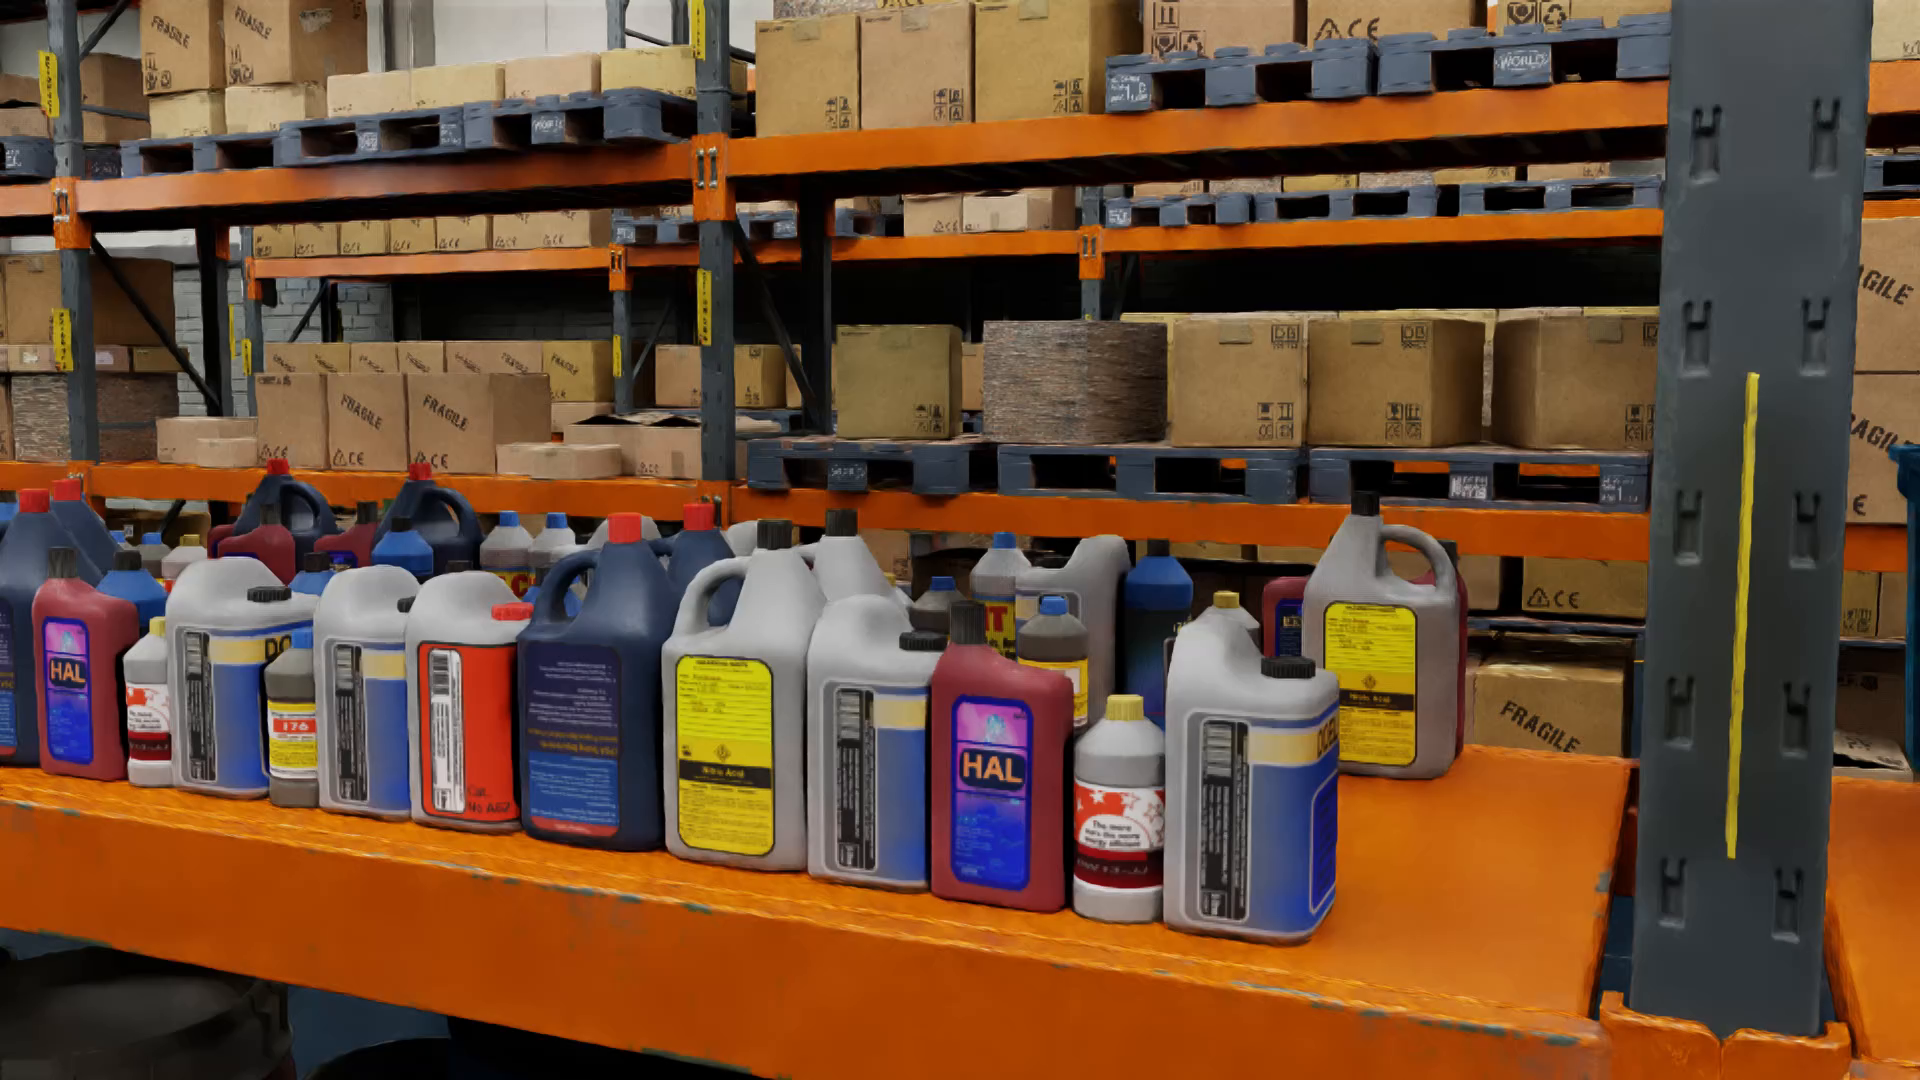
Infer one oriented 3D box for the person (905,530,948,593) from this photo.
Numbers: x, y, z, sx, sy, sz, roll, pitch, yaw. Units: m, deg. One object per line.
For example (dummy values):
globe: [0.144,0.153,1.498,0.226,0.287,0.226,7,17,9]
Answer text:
person: [-0.143,-0.042,10.402,0.499,1.587,0.471,-1,6,-12]
